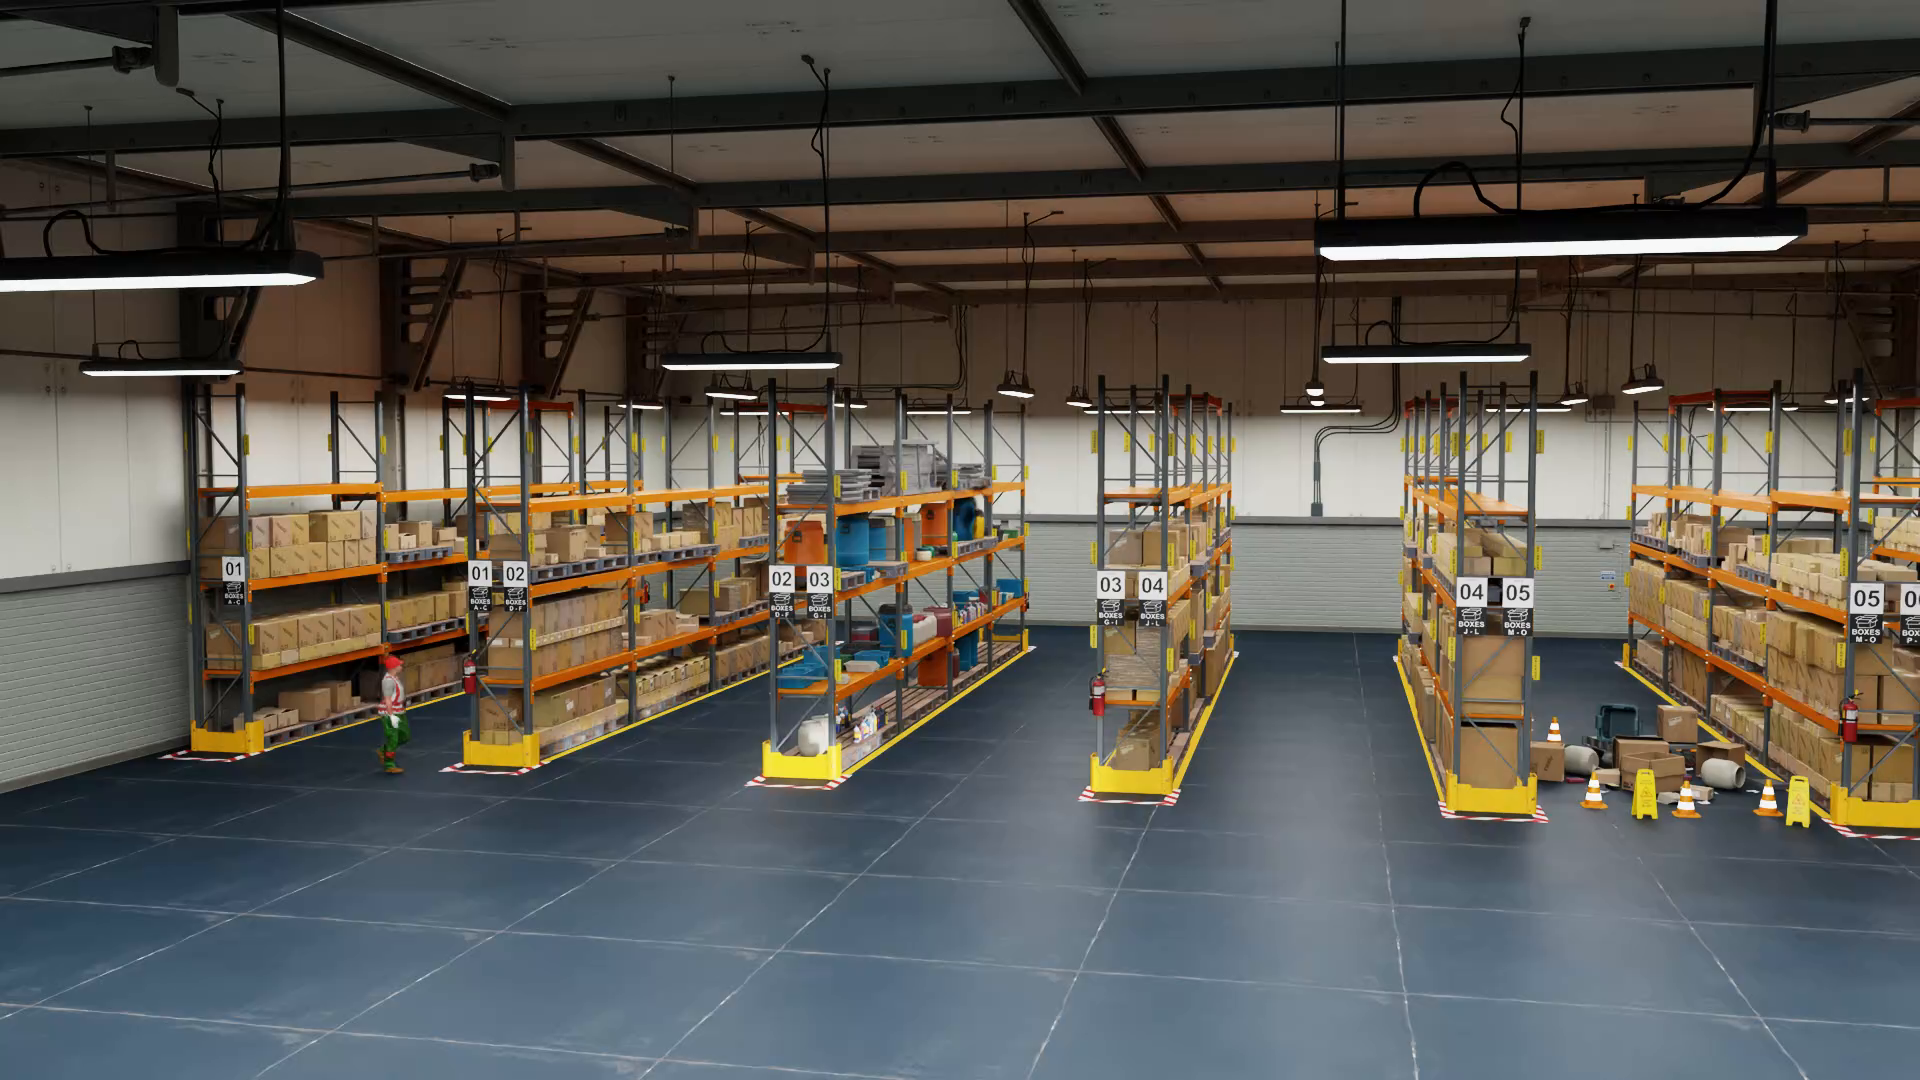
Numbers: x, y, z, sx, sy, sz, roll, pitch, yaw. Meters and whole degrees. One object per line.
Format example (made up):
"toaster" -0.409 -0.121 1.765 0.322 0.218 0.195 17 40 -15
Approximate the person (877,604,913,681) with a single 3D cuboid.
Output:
"person" -1.421 2.178 35.219 0.681 1.619 0.600 -3 5 -44

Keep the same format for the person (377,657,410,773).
"person" -8.686 2.656 25.312 0.625 1.773 0.530 1 3 18
